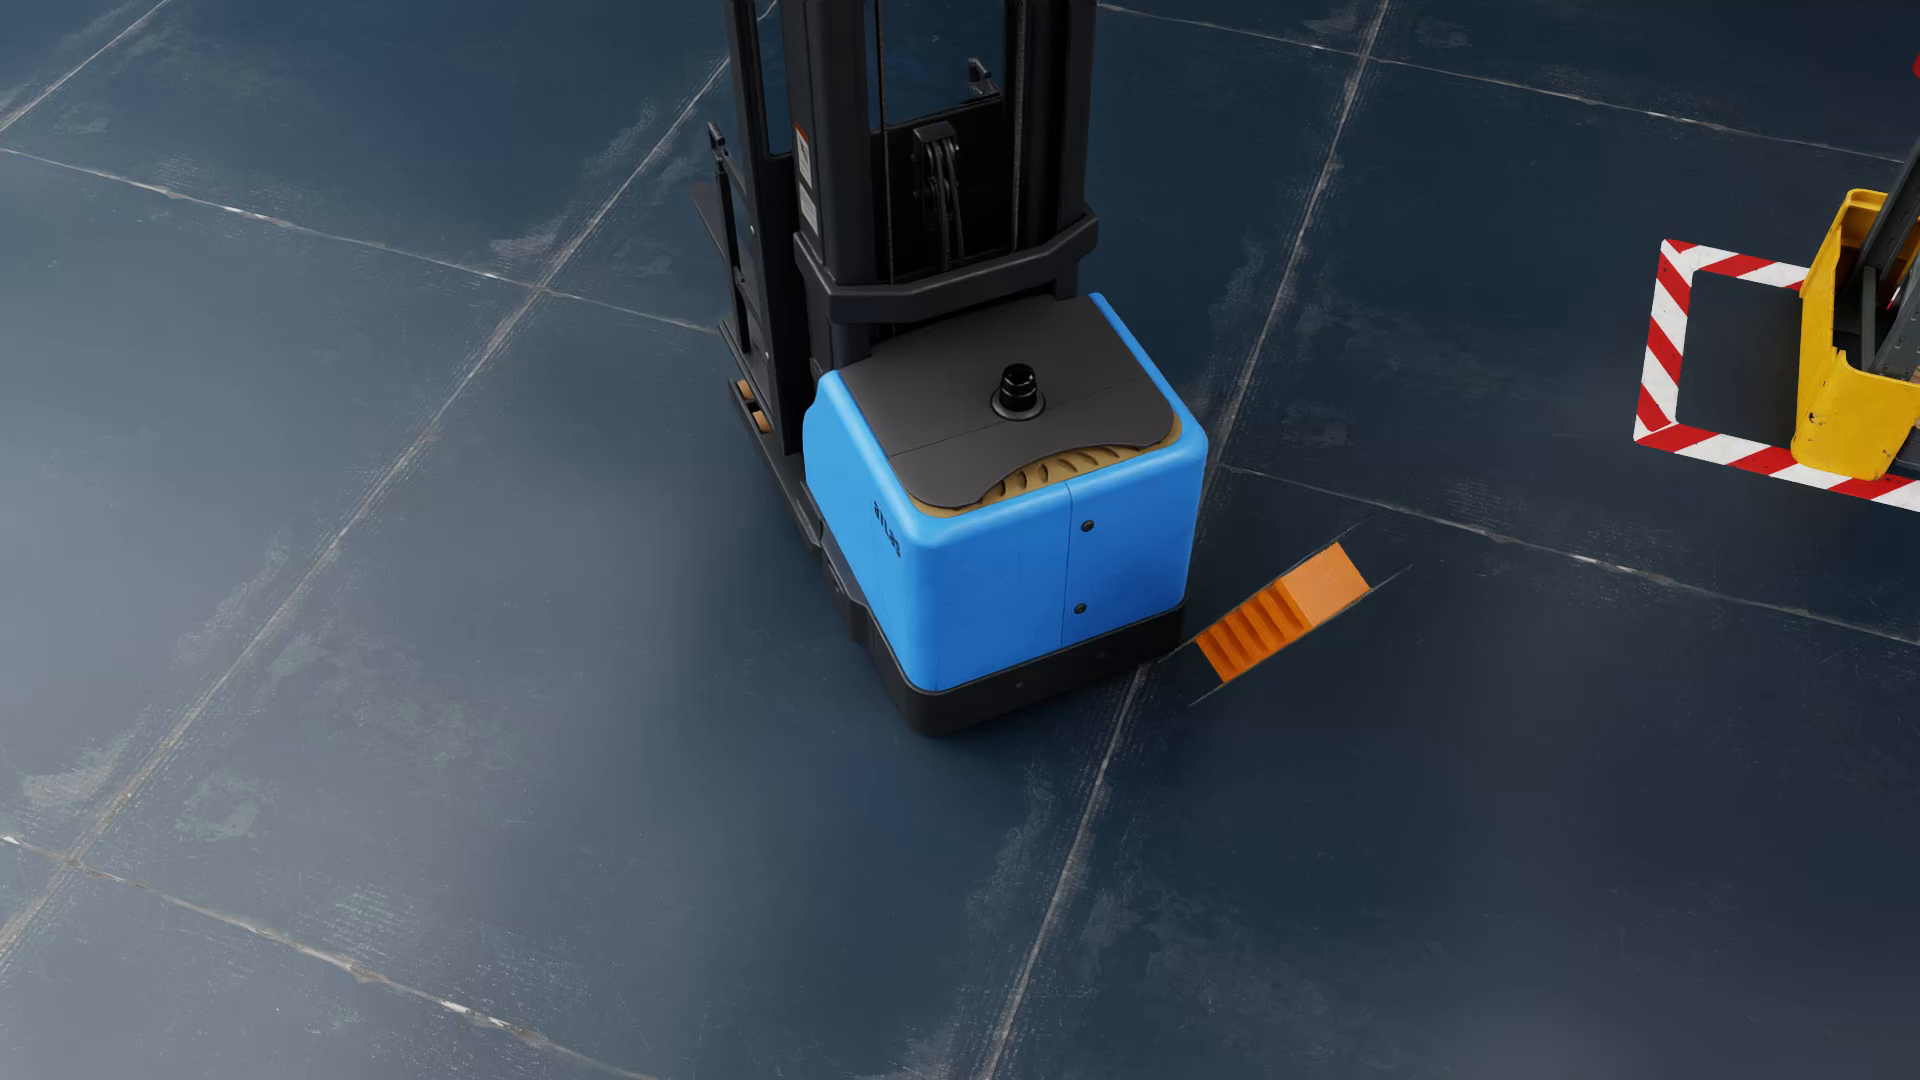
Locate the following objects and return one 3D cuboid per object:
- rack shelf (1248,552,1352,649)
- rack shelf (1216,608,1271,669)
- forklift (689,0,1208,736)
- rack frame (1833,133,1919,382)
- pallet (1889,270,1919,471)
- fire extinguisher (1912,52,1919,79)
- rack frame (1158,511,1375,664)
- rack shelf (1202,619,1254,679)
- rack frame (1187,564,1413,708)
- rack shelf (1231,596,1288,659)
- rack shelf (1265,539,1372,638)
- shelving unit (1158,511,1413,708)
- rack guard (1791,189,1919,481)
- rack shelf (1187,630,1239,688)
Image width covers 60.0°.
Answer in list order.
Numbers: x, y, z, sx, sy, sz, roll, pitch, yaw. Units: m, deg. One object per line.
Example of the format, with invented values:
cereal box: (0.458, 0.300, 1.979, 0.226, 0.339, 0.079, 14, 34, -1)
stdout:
rack shelf: (1.041, 0.184, 5.084, 0.258, 0.103, 0.180, -30, 81, -23)
rack shelf: (0.978, 0.263, 5.302, 0.258, 0.103, 0.180, -30, 81, -23)
forklift: (-0.271, -1.434, 5.553, 1.130, 2.935, 3.031, -18, 52, -15)
rack frame: (3.638, -1.649, 5.694, 0.127, 3.000, 1.000, 16, 51, 13)
pallet: (4.370, -0.565, 6.600, 1.213, 0.211, 1.003, 16, 51, 13)
fire extinguisher: (3.688, -1.983, 6.035, 0.183, 0.674, 0.296, 16, 51, 13)
rack frame: (0.940, 0.173, 5.275, 0.240, 1.200, 0.006, -30, 81, -23)
rack shelf: (0.947, 0.303, 5.411, 0.258, 0.103, 0.180, -30, 81, -23)
rack frame: (1.040, 0.324, 5.249, 0.240, 1.200, 0.006, -30, 81, -23)
rack shelf: (1.010, 0.224, 5.193, 0.258, 0.103, 0.180, -30, 81, -23)
rack shelf: (1.073, 0.144, 4.976, 0.258, 0.103, 0.180, -30, 81, -23)
shelving unit: (0.990, 0.249, 5.262, 0.258, 1.200, 0.189, -30, 81, -23)
rack guard: (3.616, -0.836, 6.644, 0.348, 0.500, 1.175, 16, 51, 13)
rack shelf: (0.915, 0.343, 5.519, 0.258, 0.103, 0.180, -30, 81, -23)
